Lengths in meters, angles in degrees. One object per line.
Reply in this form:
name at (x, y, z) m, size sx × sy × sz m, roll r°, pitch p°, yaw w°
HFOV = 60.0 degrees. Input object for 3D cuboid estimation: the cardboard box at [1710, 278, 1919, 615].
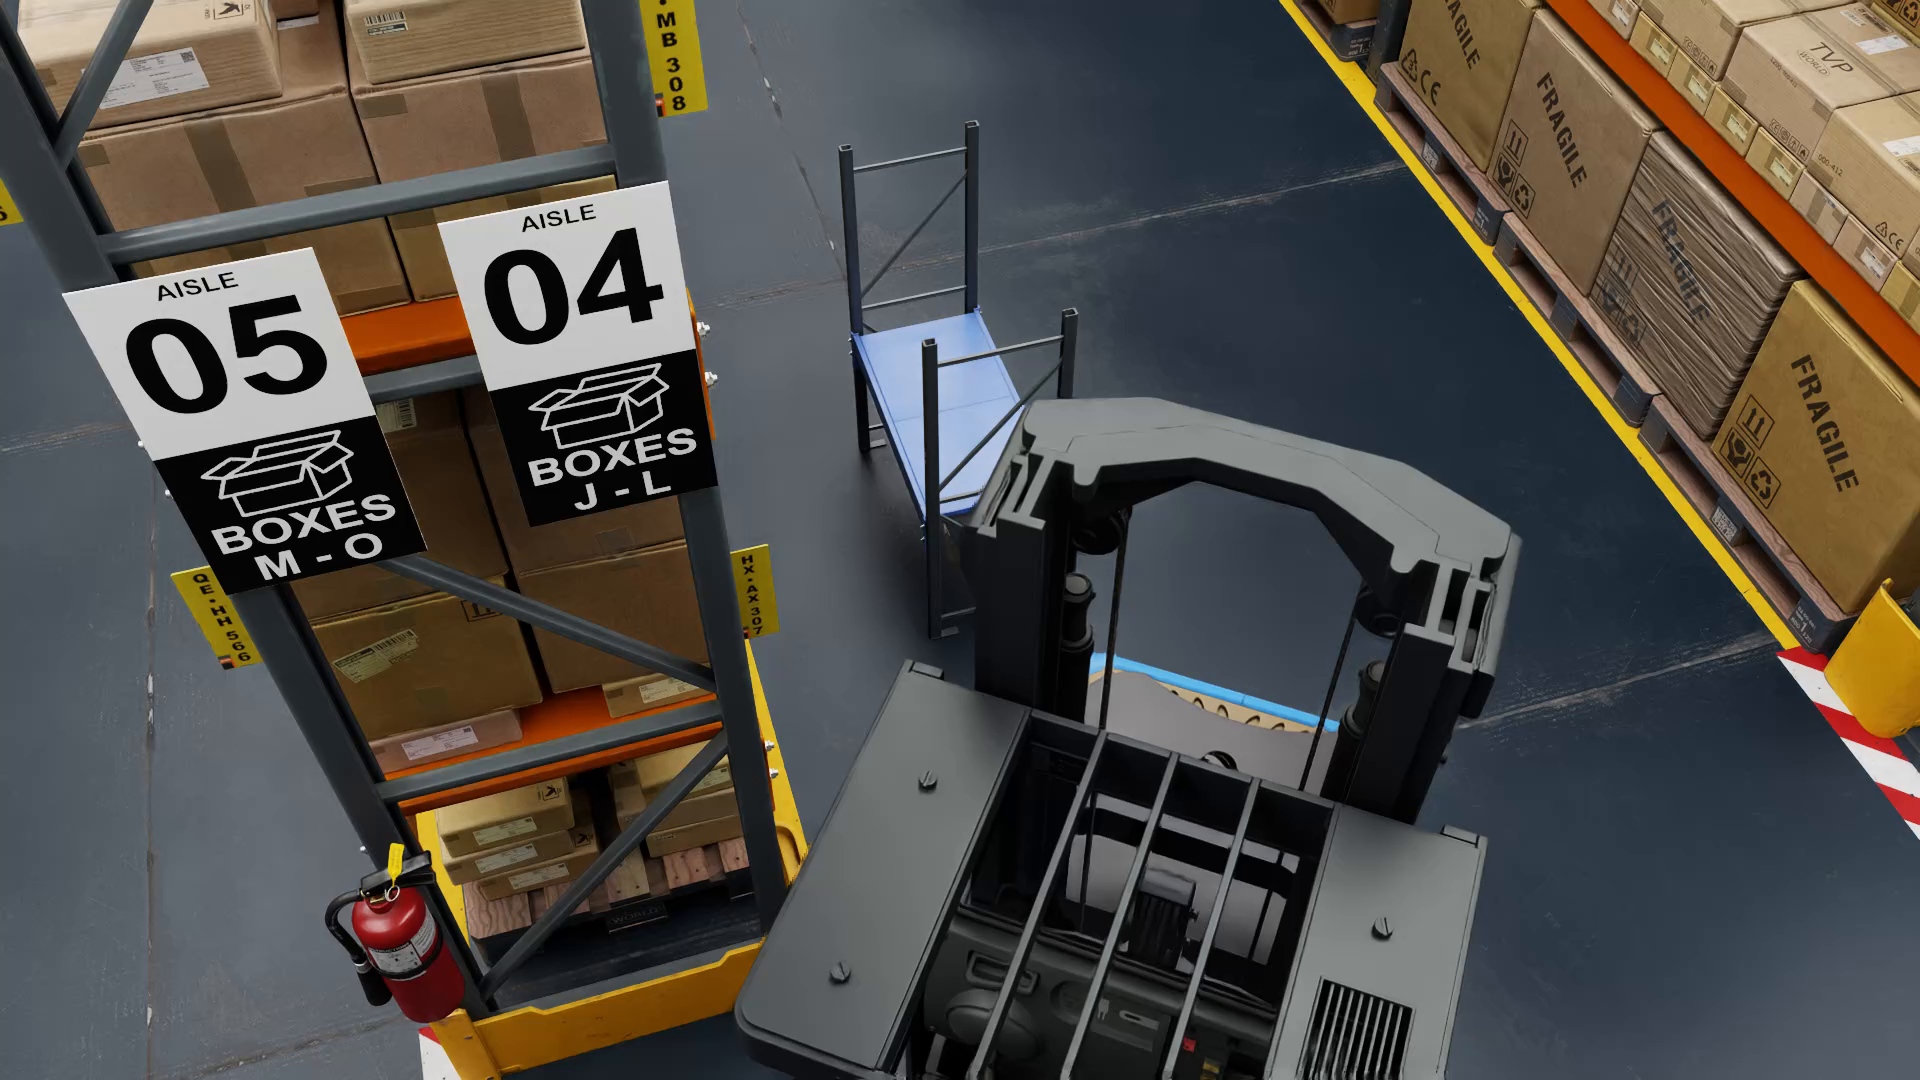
cardboard box at (3.499, -0.420, 6.047) m, size 0.875 × 0.875 × 0.875 m, roll -13°, pitch 51°, yaw -11°

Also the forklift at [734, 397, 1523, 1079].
forklift at (0.295, 1.246, 3.572) m, size 1.130 × 2.935 × 3.031 m, roll 16°, pitch 52°, yaw 13°

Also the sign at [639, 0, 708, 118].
sign at (-0.485, -0.843, 2.755) m, size 0.100 × 0.325 × 0.005 m, roll -13°, pitch 51°, yaw -11°

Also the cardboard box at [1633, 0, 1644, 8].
cardboard box at (2.771, -2.345, 6.458) m, size 0.500 × 0.250 × 0.500 m, roll -12°, pitch 51°, yaw -10°

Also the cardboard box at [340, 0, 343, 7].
cardboard box at (-1.535, -1.204, 3.402) m, size 0.500 × 0.250 × 0.500 m, roll -15°, pitch 51°, yaw -12°

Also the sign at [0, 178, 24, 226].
sign at (-1.540, -0.613, 2.554) m, size 0.100 × 0.325 × 0.005 m, roll -13°, pitch 51°, yaw -11°

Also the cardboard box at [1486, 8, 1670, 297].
cardboard box at (2.966, -1.734, 7.155) m, size 0.875 × 0.875 × 0.875 m, roll -13°, pitch 51°, yaw -11°

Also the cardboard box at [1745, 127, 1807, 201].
cardboard box at (3.041, -1.370, 5.897) m, size 0.380 × 0.149 × 0.250 m, roll -14°, pitch 51°, yaw -12°

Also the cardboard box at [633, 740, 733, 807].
cardboard box at (-0.834, 0.660, 5.222) m, size 0.380 × 0.149 × 0.250 m, roll -15°, pitch 52°, yaw -13°

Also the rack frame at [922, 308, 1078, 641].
rack frame at (0.125, -0.174, 5.706) m, size 0.500 × 1.500 × 0.032 m, roll -13°, pitch 51°, yaw -11°

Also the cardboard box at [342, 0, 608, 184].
cardboard box at (-0.888, -0.938, 3.178) m, size 0.500 × 0.250 × 0.500 m, roll -13°, pitch 51°, yaw -10°

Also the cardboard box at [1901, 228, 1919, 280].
cardboard box at (3.368, -0.861, 5.207) m, size 0.500 × 0.250 × 0.500 m, roll -14°, pitch 51°, yaw -12°

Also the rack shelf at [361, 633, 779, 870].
rack shelf at (-1.595, -0.701, 5.639) m, size 1.077 × 0.370 × 4.000 m, roll -13°, pitch 51°, yaw -11°

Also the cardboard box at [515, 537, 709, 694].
cardboard box at (-0.872, 0.009, 4.310) m, size 0.500 × 0.500 × 0.500 m, roll -11°, pitch 51°, yaw -9°

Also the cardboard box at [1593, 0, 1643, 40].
cardboard box at (2.735, -2.122, 6.531) m, size 0.380 × 0.149 × 0.250 m, roll -13°, pitch 51°, yaw -11°

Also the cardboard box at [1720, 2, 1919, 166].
cardboard box at (3.067, -1.604, 5.833) m, size 0.500 × 0.250 × 0.500 m, roll -15°, pitch 51°, yaw -12°

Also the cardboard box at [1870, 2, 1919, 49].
cardboard box at (3.575, -1.725, 5.935) m, size 0.500 × 0.250 × 0.500 m, roll -15°, pitch 51°, yaw -12°

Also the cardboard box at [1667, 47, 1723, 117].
cardboard box at (2.893, -1.741, 6.210) m, size 0.380 × 0.149 × 0.250 m, roll -12°, pitch 51°, yaw -10°

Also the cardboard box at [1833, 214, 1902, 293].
cardboard box at (3.193, -0.998, 5.584) m, size 0.380 × 0.149 × 0.250 m, roll -13°, pitch 51°, yaw -11°

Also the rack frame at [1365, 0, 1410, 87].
rack frame at (2.582, -3.441, 7.479) m, size 1.000 × 3.000 × 0.127 m, roll -13°, pitch 51°, yaw -11°

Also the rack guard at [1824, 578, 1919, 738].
rack guard at (3.772, 0.303, 5.957) m, size 1.175 × 0.500 × 0.348 m, roll -13°, pitch 51°, yaw -11°

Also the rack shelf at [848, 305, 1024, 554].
rack shelf at (-0.025, -0.430, 6.156) m, size 0.538 × 0.185 × 1.000 m, roll -13°, pitch 51°, yaw -11°

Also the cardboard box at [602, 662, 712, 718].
cardboard box at (-0.786, 0.298, 4.491) m, size 0.380 × 0.149 × 0.250 m, roll -14°, pitch 51°, yaw -11°

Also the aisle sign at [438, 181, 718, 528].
aisle sign at (-0.695, -0.325, 3.151) m, size 0.394 × 0.787 × 0.004 m, roll -13°, pitch 51°, yaw -11°

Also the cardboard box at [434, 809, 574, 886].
cardboard box at (-1.432, 0.895, 5.219) m, size 0.380 × 0.149 × 0.250 m, roll -15°, pitch 51°, yaw -12°

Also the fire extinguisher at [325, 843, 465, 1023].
fire extinguisher at (-1.370, 0.961, 4.062) m, size 0.296 × 0.674 × 0.183 m, roll -13°, pitch 51°, yaw -11°

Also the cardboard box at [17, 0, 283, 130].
cardboard box at (-1.383, -0.857, 2.848) m, size 0.380 × 0.149 × 0.250 m, roll -14°, pitch 51°, yaw -11°

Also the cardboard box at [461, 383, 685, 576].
cardboard box at (-0.883, -0.310, 3.926) m, size 0.500 × 0.500 × 0.500 m, roll -14°, pitch 51°, yaw -11°

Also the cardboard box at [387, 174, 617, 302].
cardboard box at (-0.892, -0.776, 3.368) m, size 0.500 × 0.250 × 0.500 m, roll -12°, pitch 51°, yaw -10°

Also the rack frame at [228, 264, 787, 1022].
rack frame at (-1.004, 0.528, 4.133) m, size 1.000 × 3.000 × 0.127 m, roll -13°, pitch 51°, yaw -11°

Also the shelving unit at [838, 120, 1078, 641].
shelving unit at (-0.025, -0.546, 6.019) m, size 0.538 × 1.500 × 1.048 m, roll -13°, pitch 51°, yaw -11°

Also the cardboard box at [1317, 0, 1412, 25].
cardboard box at (2.373, -3.355, 8.521) m, size 1.225 × 0.875 × 0.875 m, roll -13°, pitch 51°, yaw -11°

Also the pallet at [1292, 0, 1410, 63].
pallet at (2.281, -3.089, 9.006) m, size 1.003 × 0.211 × 1.213 m, roll -13°, pitch 51°, yaw -11°

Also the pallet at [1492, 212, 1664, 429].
pallet at (3.096, -1.077, 7.309) m, size 1.003 × 0.211 × 1.213 m, roll -13°, pitch 51°, yaw -11°

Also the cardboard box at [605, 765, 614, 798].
cardboard box at (-1.008, 0.684, 5.591) m, size 0.380 × 0.149 × 0.250 m, roll -13°, pitch 51°, yaw -11°
